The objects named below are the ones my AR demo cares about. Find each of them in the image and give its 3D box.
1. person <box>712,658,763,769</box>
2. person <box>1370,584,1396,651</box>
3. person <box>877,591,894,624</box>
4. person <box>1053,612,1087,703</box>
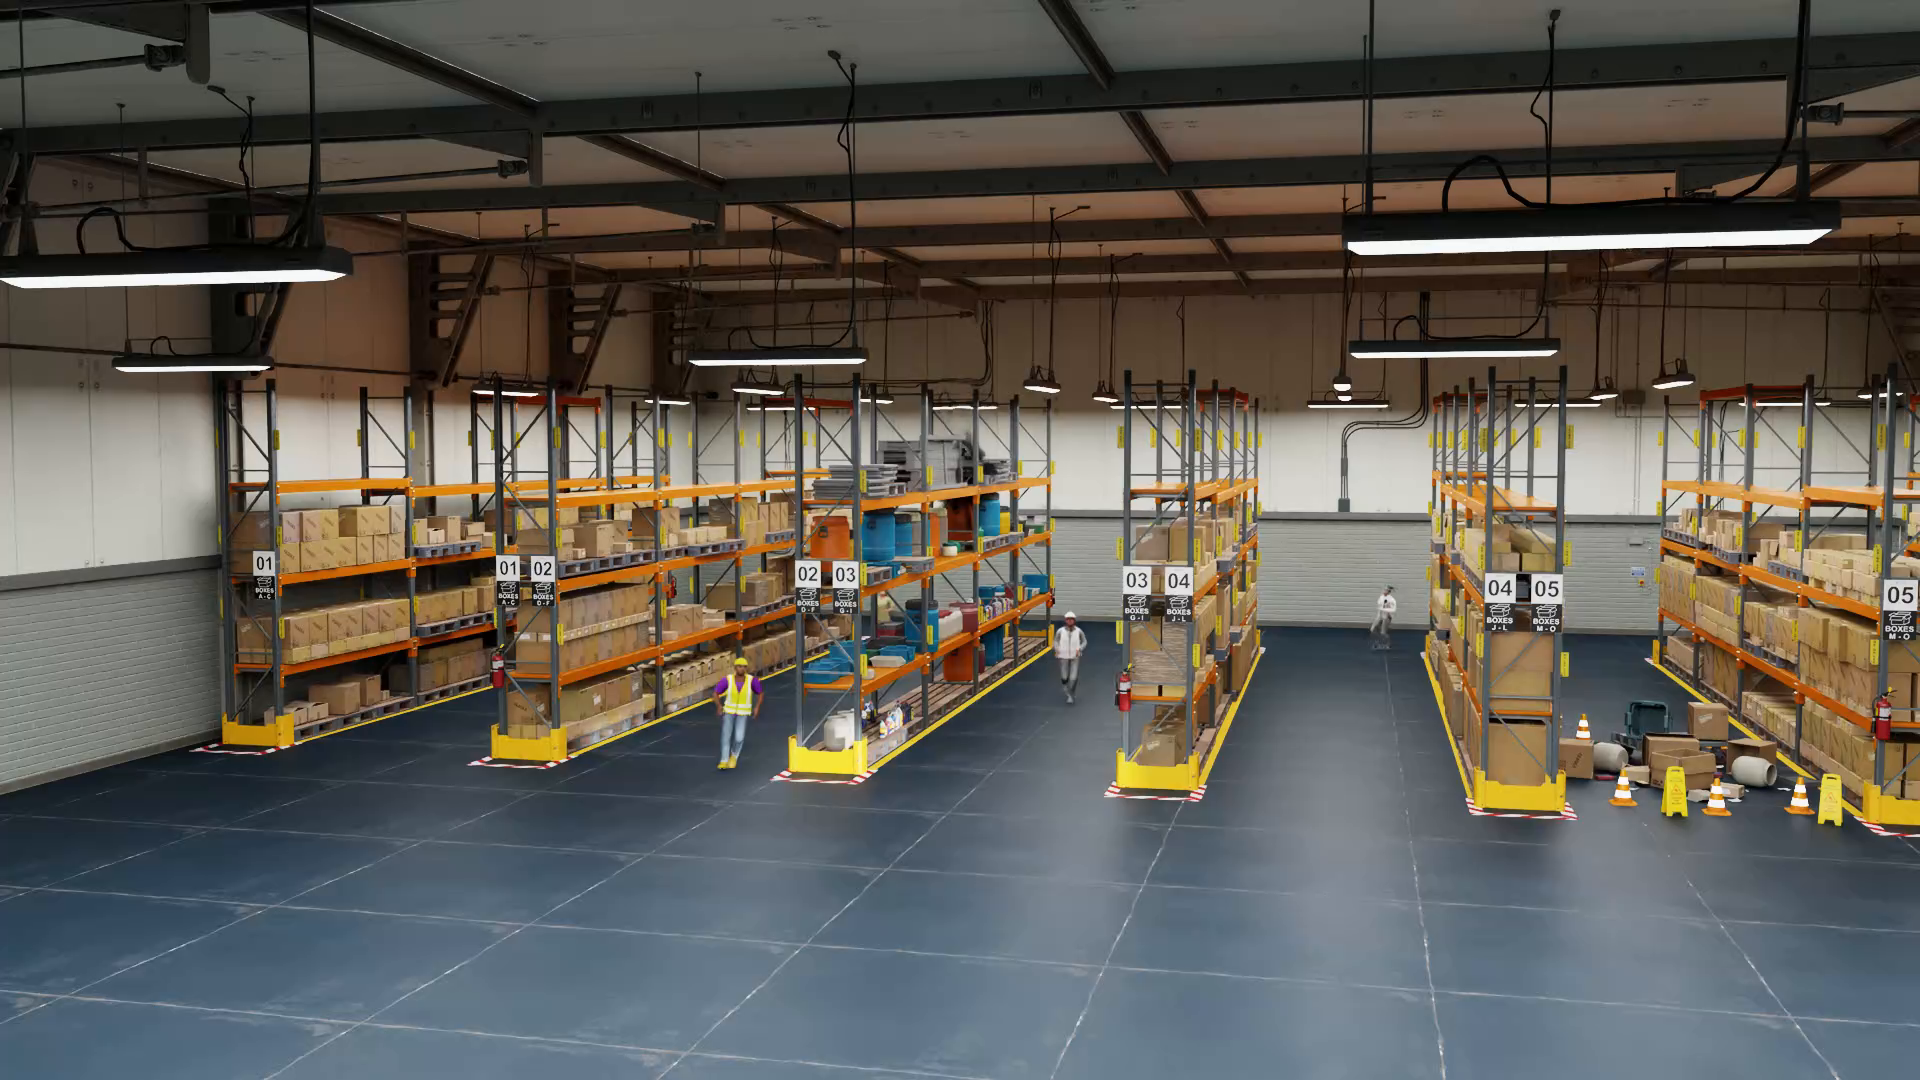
[{"bbox_3d":[-3.366,2.630,25.162,0.765,1.707,0.559,0,3,-4],"label":"person"},{"bbox_3d":[10.076,1.863,39.357,0.623,1.669,0.750,-2,4,-31],"label":"person"},{"bbox_3d":[-1.795,1.868,38.347,0.555,1.655,0.656,0,3,2],"label":"person"},{"bbox_3d":[2.104,2.239,31.830,0.660,1.733,0.585,0,3,5],"label":"person"}]
